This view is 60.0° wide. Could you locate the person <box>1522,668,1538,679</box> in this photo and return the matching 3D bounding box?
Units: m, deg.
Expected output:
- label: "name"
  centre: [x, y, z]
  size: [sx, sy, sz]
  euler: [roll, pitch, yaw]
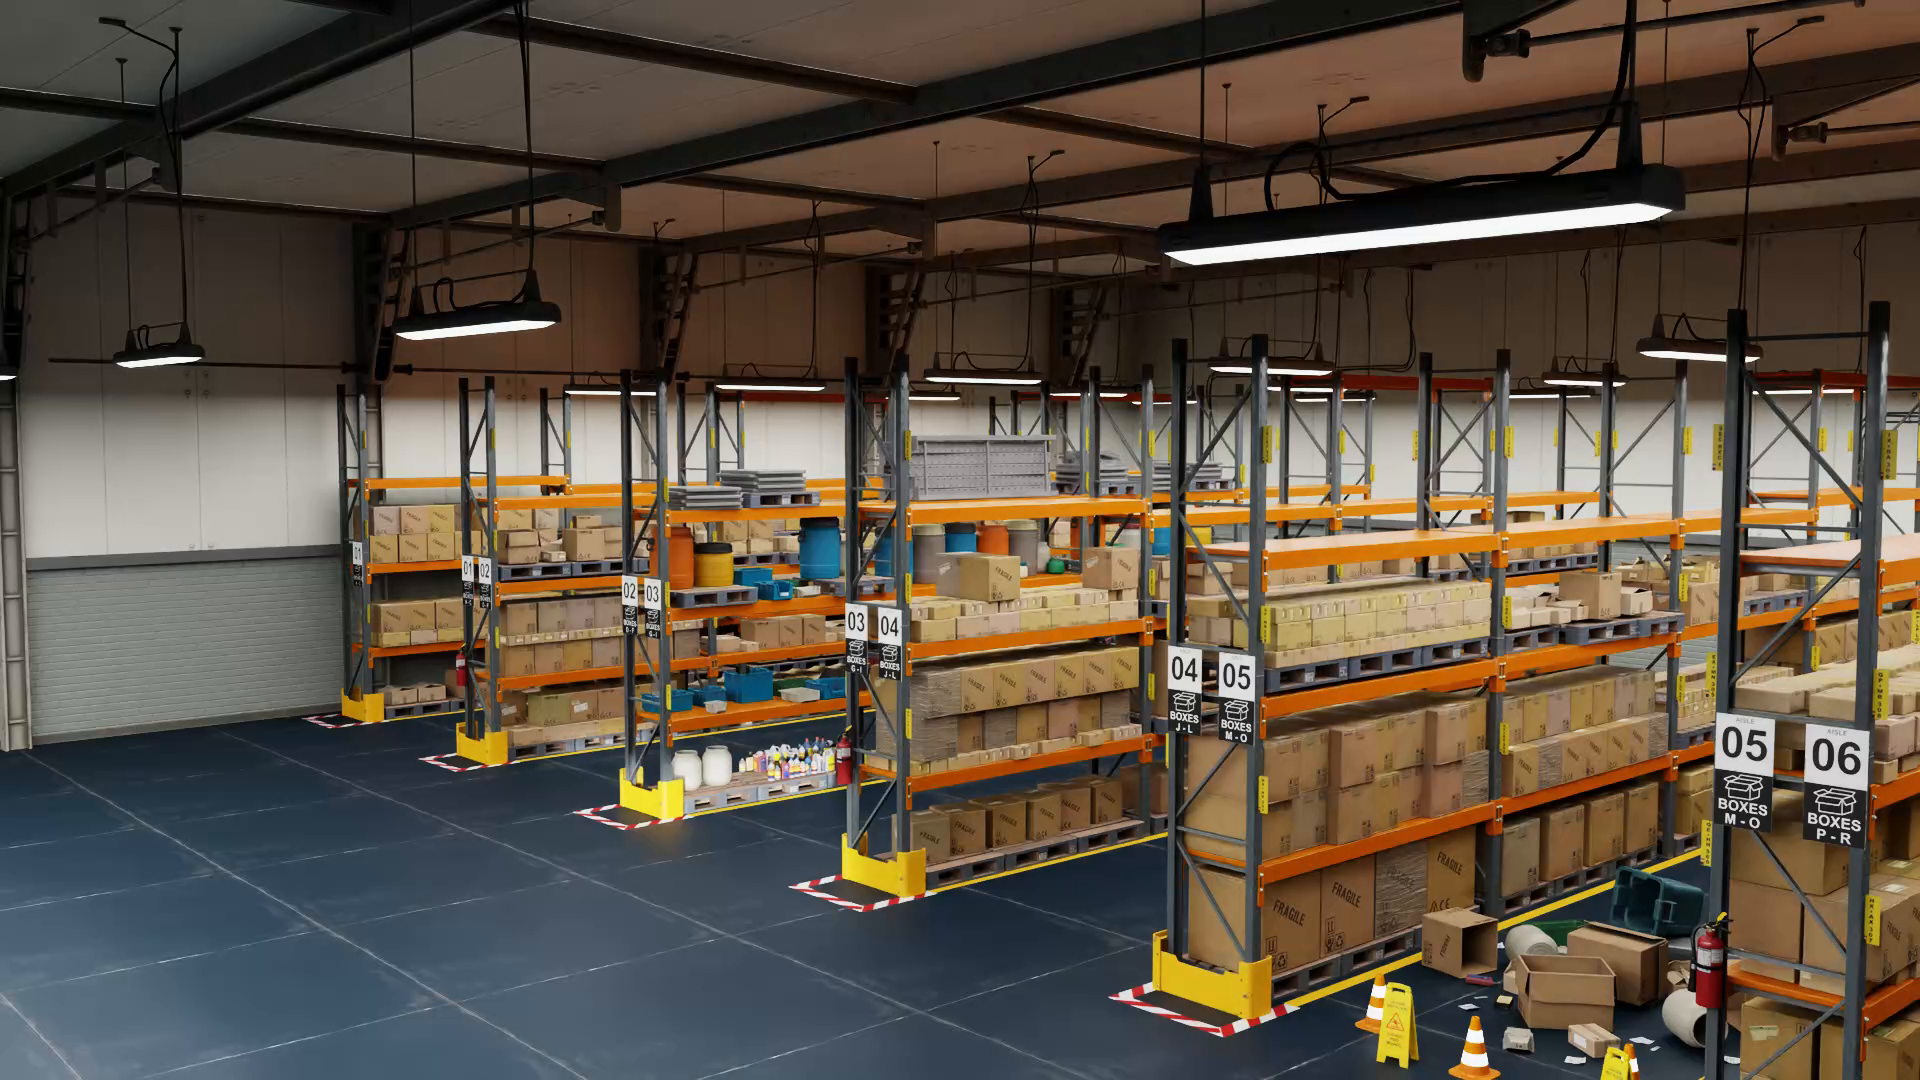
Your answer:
- label: "person"
  centre: [8.478, 2.725, 25.115]
  size: [0.447, 1.706, 0.547]
  euler: [0, 4, 7]
